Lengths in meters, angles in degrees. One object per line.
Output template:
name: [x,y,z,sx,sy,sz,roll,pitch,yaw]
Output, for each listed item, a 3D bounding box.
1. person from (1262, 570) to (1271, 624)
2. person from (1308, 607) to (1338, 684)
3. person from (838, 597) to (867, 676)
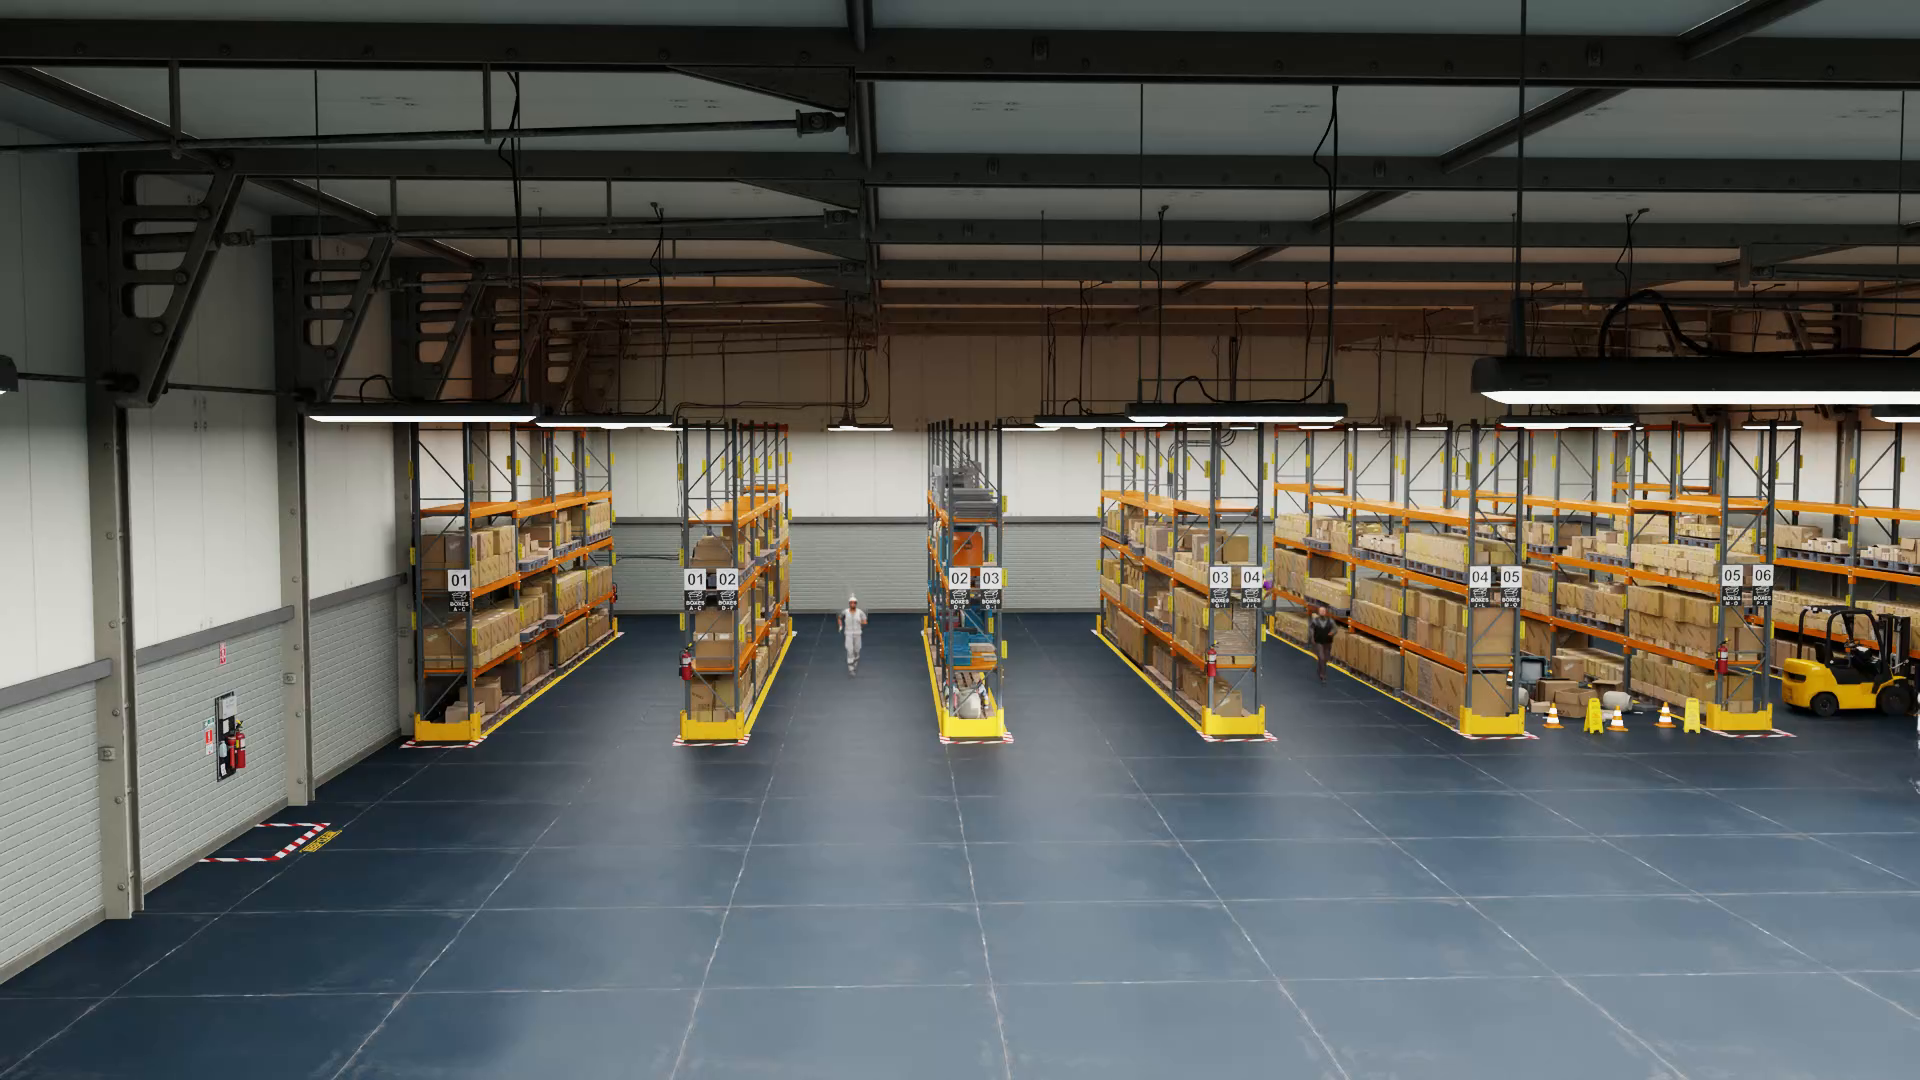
person: [8.888,1.731,48.923,0.799,1.733,0.756,-1,4,-11]
person: [8.380,2.410,38.348,0.648,1.735,0.890,0,4,1]
person: [-2.491,2.227,38.758,0.659,1.783,0.980,-1,4,-11]
